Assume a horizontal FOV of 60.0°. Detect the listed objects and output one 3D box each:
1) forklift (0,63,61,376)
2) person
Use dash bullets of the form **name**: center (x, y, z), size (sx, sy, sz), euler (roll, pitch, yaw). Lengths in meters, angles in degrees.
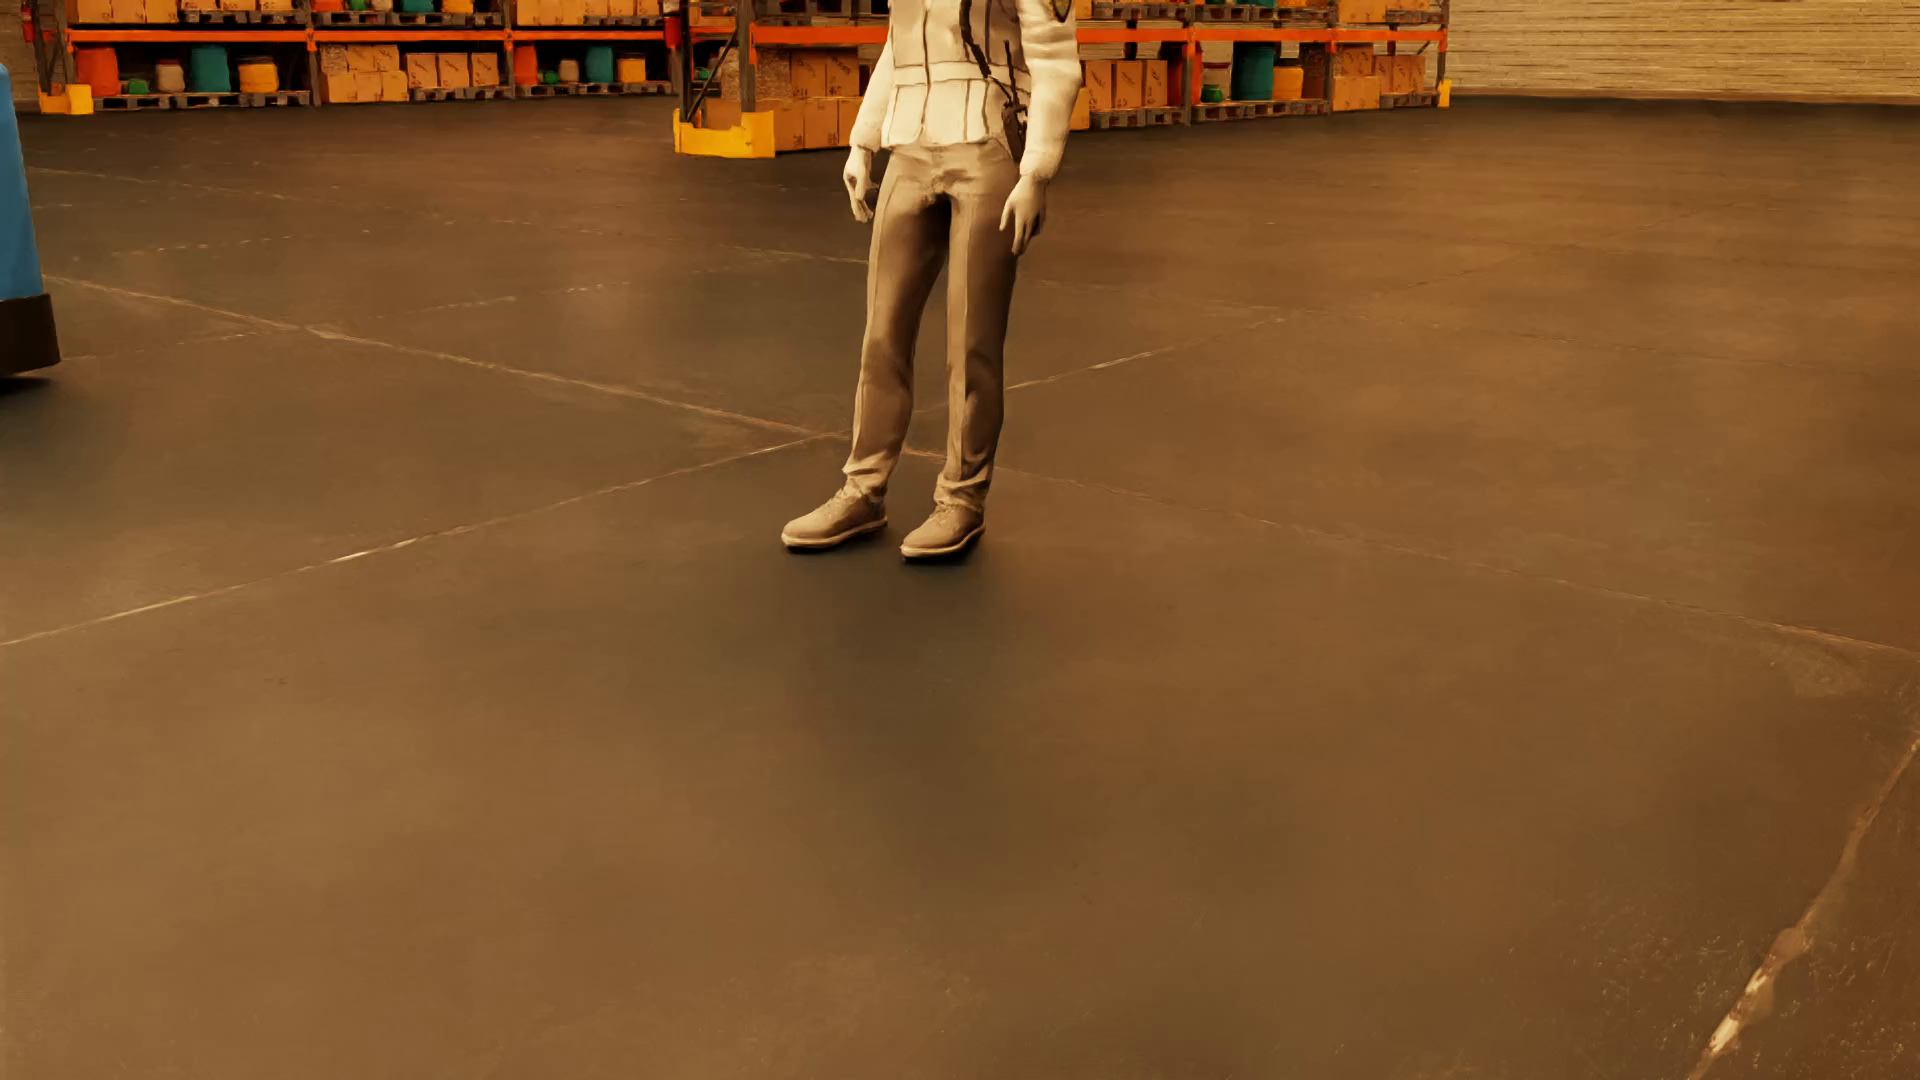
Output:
- **forklift**: center (-4.642, -1.985, 5.433), size (3.031, 2.935, 1.130), euler (7, 18, 22)
- **person**: center (-0.049, -0.804, 3.648), size (0.586, 1.695, 0.533), euler (13, 21, 37)
